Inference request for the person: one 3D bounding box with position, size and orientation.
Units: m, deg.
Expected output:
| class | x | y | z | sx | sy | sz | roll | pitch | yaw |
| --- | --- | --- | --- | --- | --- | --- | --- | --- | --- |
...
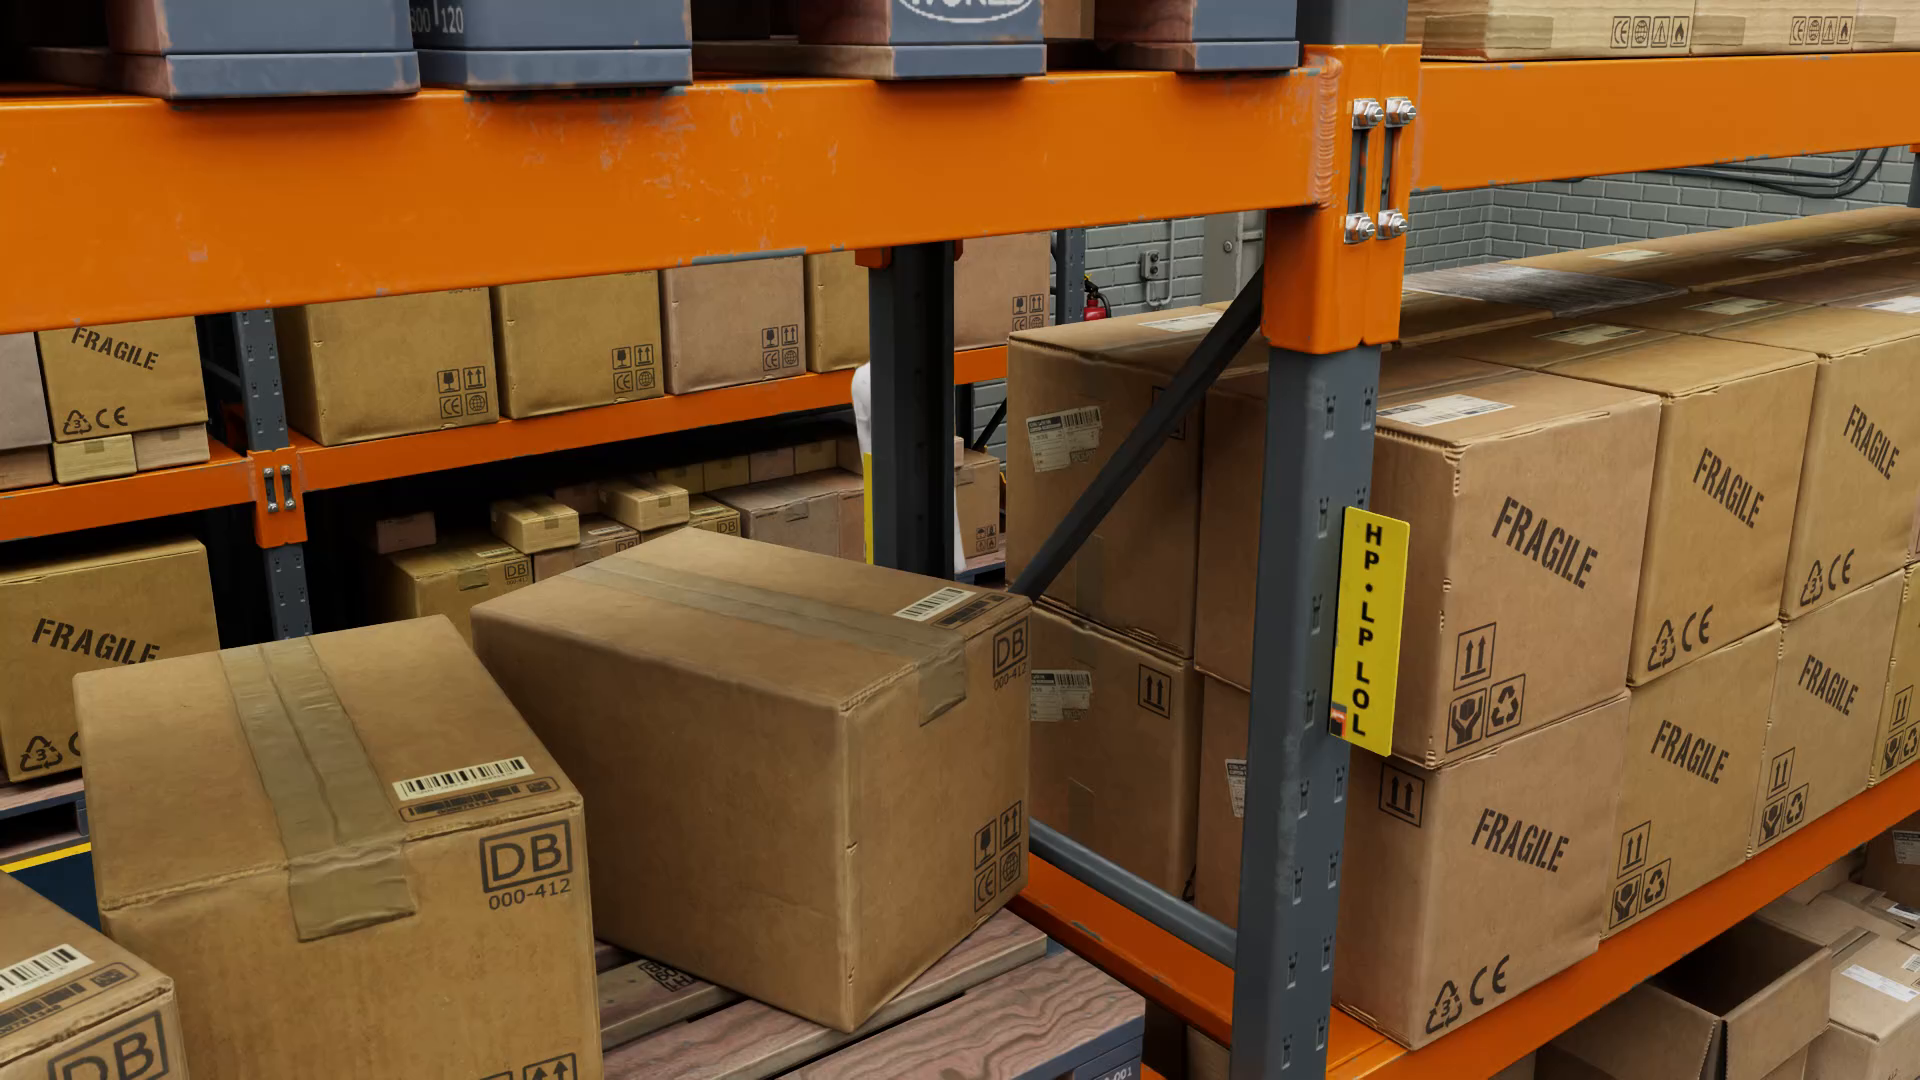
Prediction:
| class | x | y | z | sx | sy | sz | roll | pitch | yaw |
| --- | --- | --- | --- | --- | --- | --- | --- | --- | --- |
| person | -0.206 | -0.114 | 6.940 | 0.382 | 1.777 | 0.561 | -13 | 22 | -35 |
